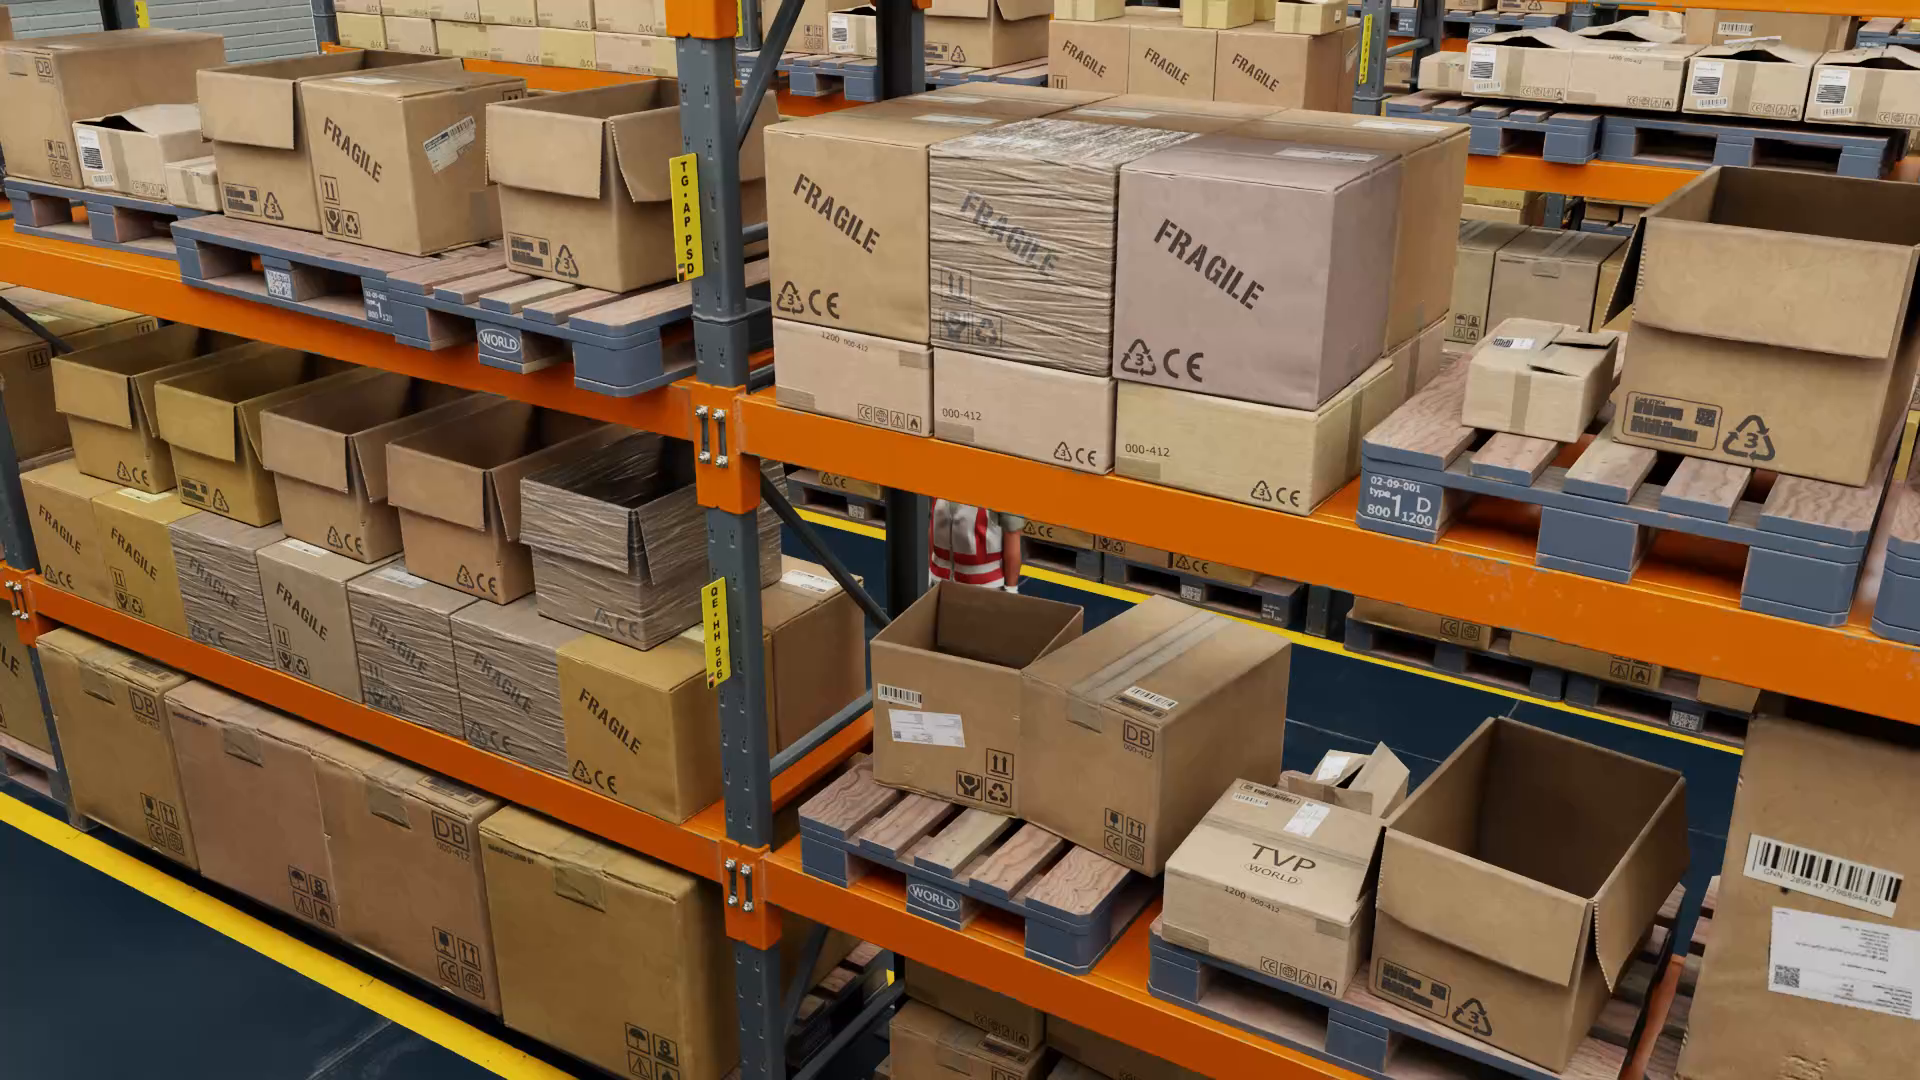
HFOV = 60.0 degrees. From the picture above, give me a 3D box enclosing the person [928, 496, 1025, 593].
[{"bbox_3d":[0.027,0.229,8.024,0.525,1.793,0.414,14,27,31],"label":"person"}]
